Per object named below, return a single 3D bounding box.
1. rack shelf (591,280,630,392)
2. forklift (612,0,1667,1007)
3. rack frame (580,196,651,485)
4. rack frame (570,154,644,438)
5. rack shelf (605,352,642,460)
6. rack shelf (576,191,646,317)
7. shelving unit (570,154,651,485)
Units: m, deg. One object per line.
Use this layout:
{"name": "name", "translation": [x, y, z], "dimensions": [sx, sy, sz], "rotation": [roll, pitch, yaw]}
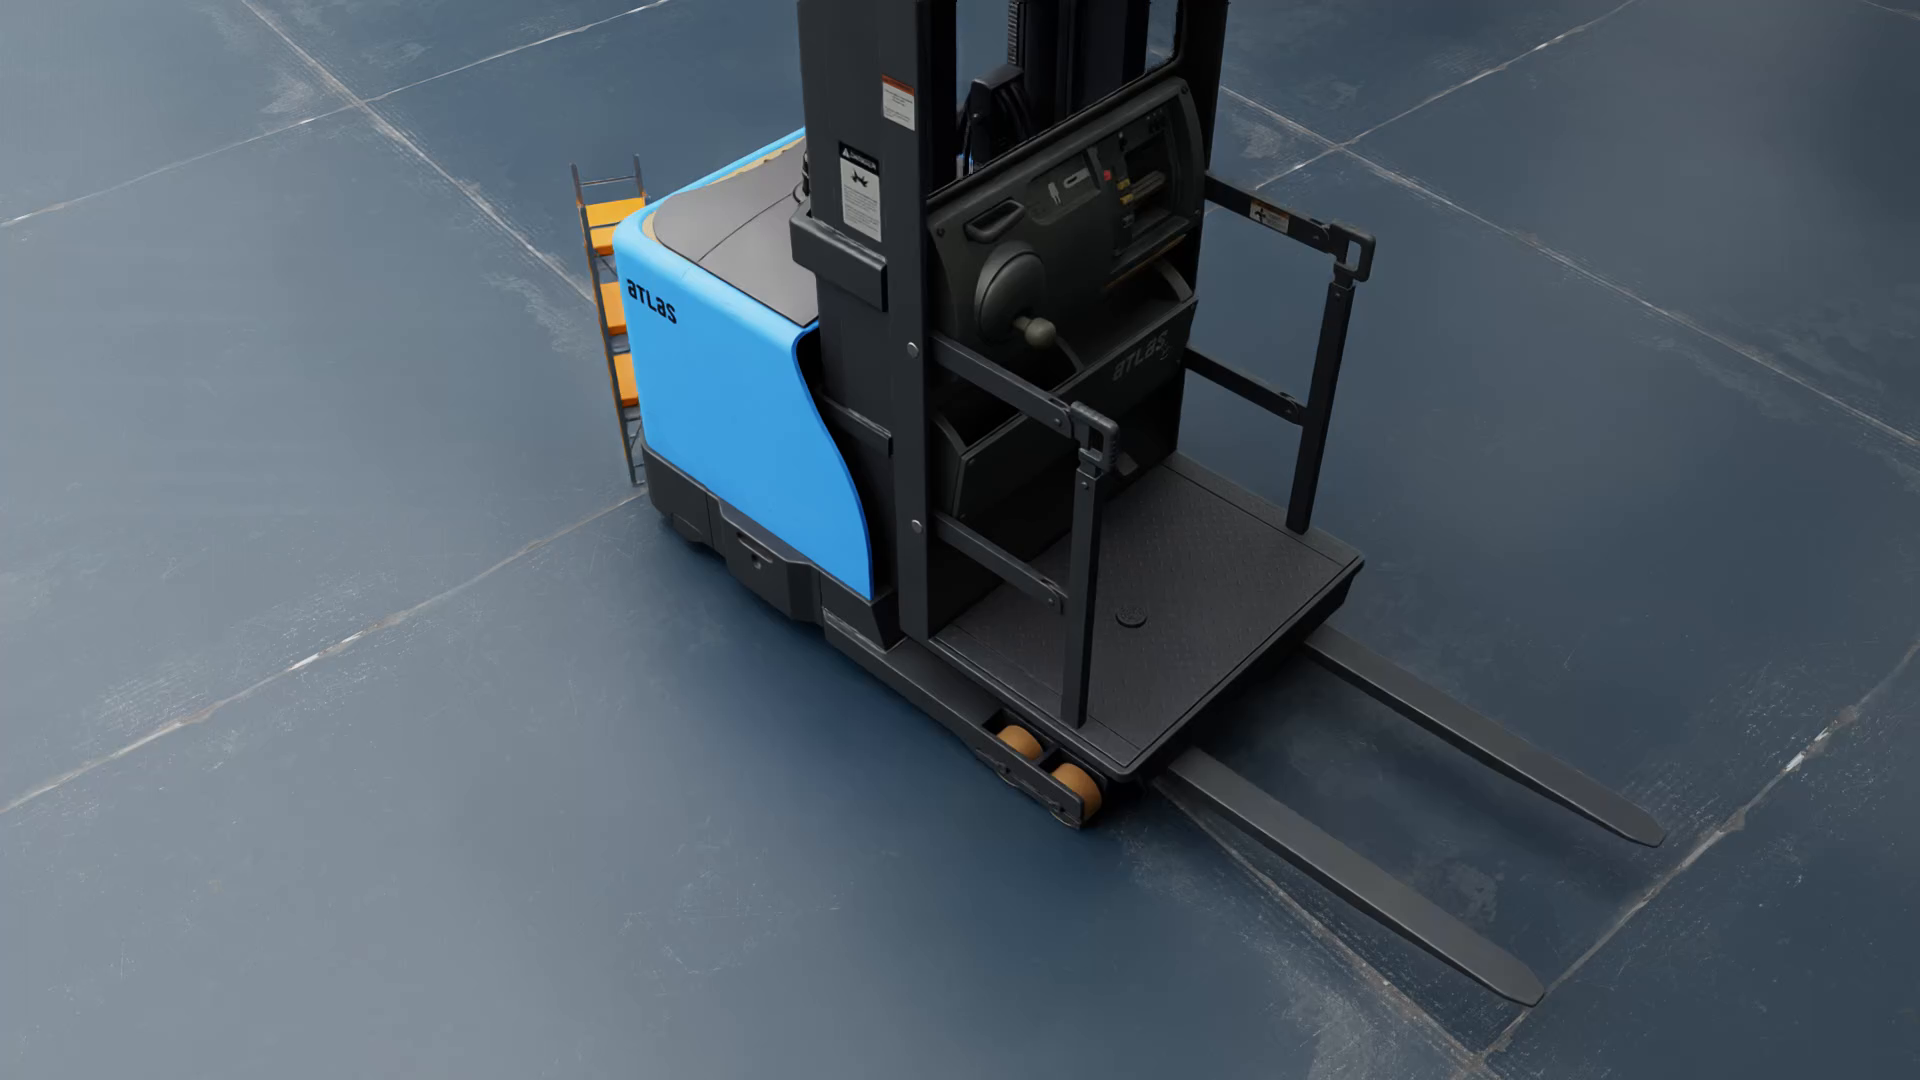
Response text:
{"name": "rack shelf", "translation": [-1.014, -0.655, 5.194], "dimensions": [0.215, 0.259, 0.240], "rotation": [-11, 44, -11]}
{"name": "forklift", "translation": [0.432, -0.716, 3.871], "dimensions": [3.031, 2.935, 1.130], "rotation": [33, 52, 30]}
{"name": "rack frame", "translation": [-0.981, -0.582, 5.102], "dimensions": [0.200, 1.050, 0.008], "rotation": [-11, 44, -11]}
{"name": "rack frame", "translation": [-1.047, -0.743, 5.273], "dimensions": [0.200, 1.050, 0.008], "rotation": [-11, 44, -11]}
{"name": "rack shelf", "translation": [-1.012, -0.452, 5.385], "dimensions": [0.215, 0.259, 0.240], "rotation": [-11, 44, -11]}
{"name": "rack shelf", "translation": [-1.016, -0.861, 5.000], "dimensions": [0.215, 0.259, 0.240], "rotation": [-11, 44, -11]}
{"name": "shelving unit", "translation": [-1.014, -0.662, 5.187], "dimensions": [0.215, 1.050, 0.252], "rotation": [-11, 44, -11]}
